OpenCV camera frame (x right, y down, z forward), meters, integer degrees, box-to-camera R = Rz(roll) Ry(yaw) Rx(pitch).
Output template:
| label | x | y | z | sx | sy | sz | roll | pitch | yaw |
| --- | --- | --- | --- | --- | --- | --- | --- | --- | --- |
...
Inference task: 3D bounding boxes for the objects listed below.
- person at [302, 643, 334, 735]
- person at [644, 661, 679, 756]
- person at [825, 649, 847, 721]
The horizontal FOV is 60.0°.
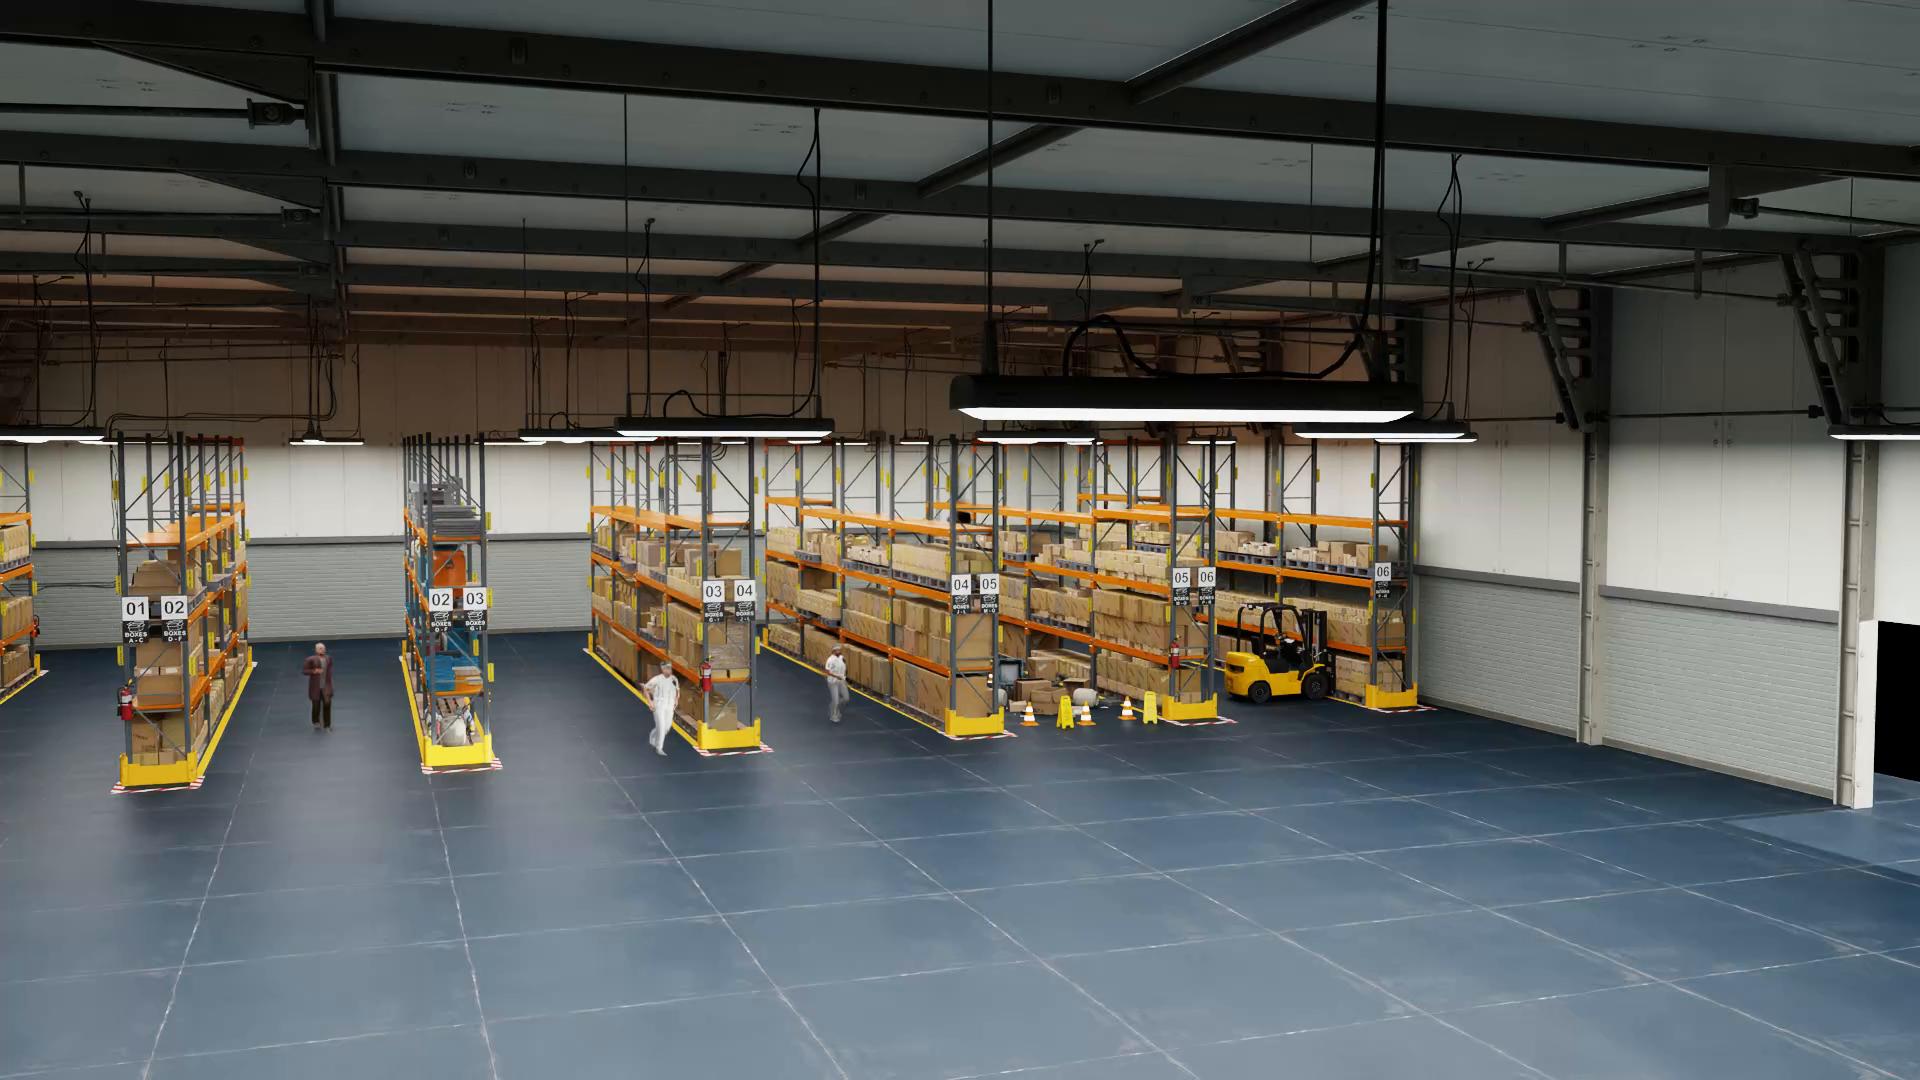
| label | x | y | z | sx | sy | sz | roll | pitch | yaw |
| --- | --- | --- | --- | --- | --- | --- | --- | --- | --- |
| person | -12.900 | 2.994 | 33.426 | 0.668 | 1.855 | 0.861 | -2 | 4 | -37 |
| person | -5.595 | 3.142 | 31.296 | 0.708 | 1.757 | 0.770 | -2 | 4 | -38 |
| person | -2.546 | 2.986 | 34.675 | 0.575 | 1.617 | 0.561 | -3 | 4 | -41 |
